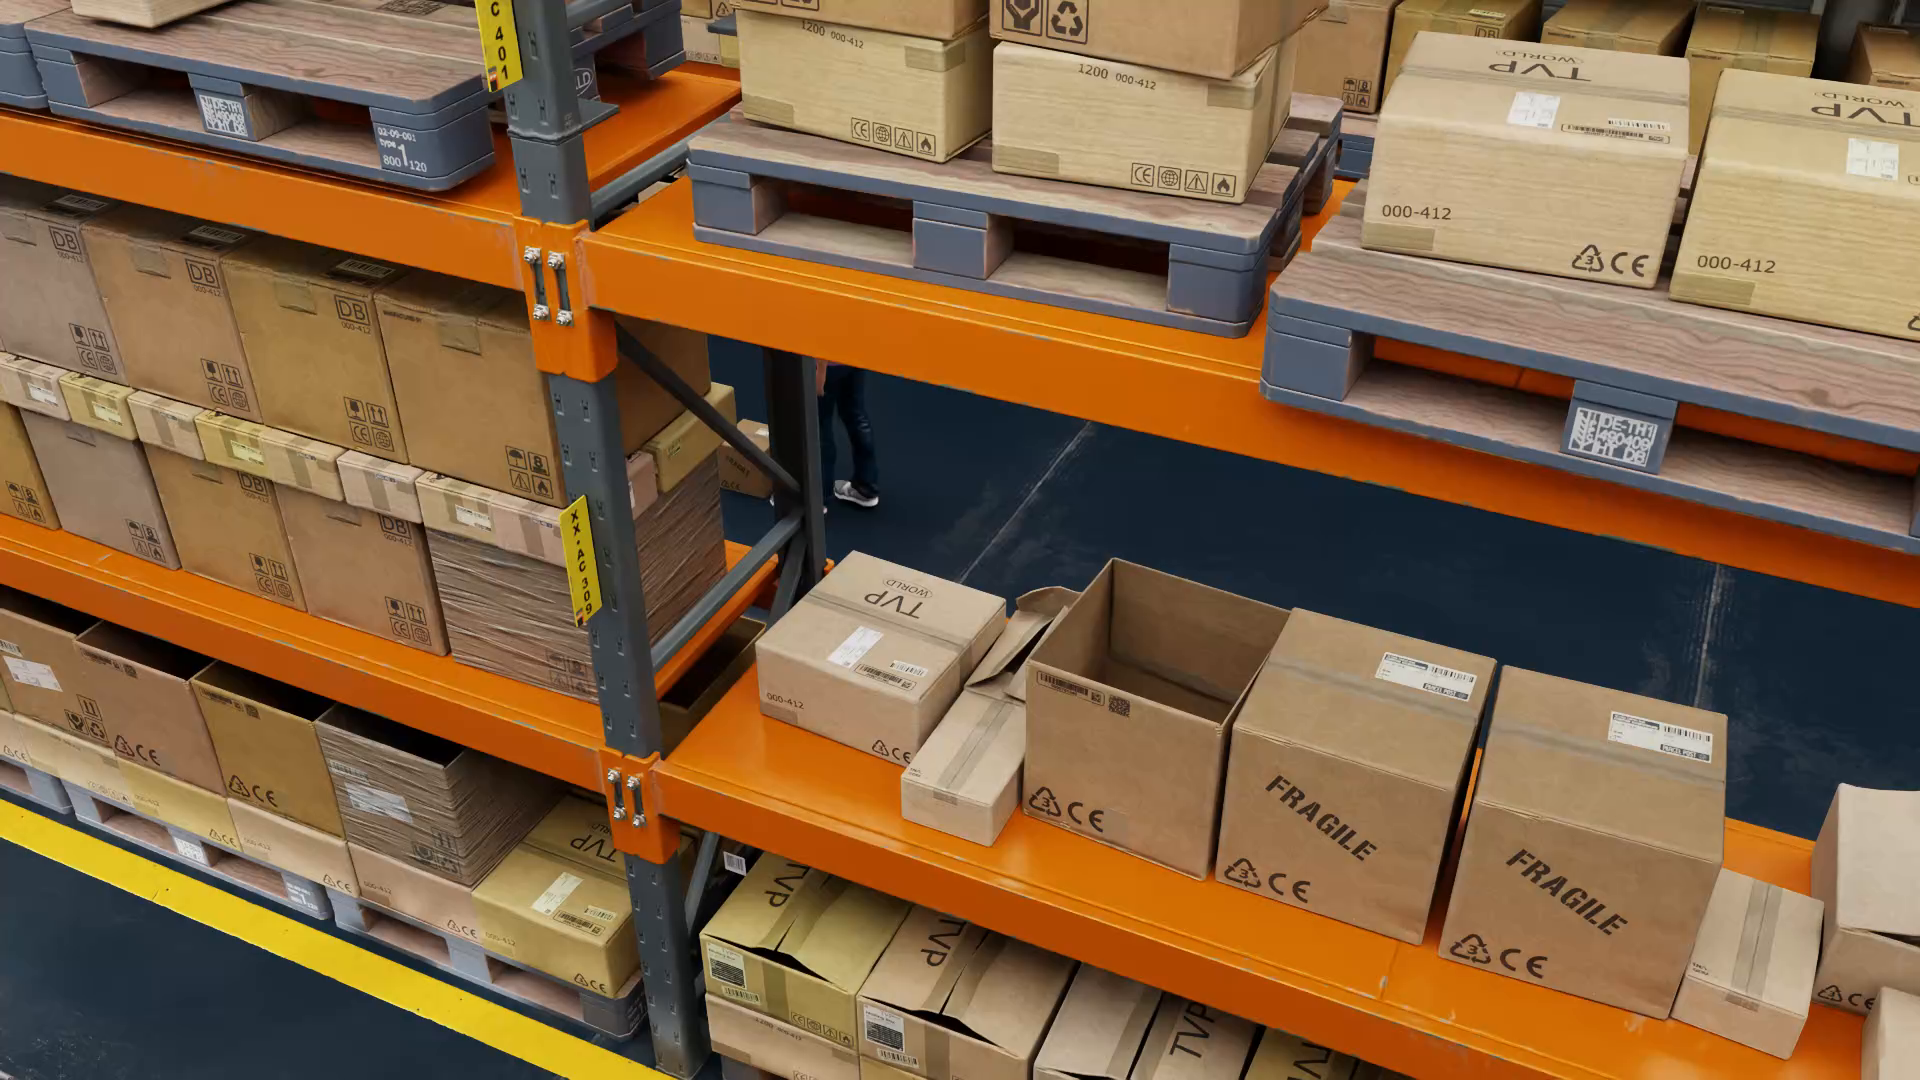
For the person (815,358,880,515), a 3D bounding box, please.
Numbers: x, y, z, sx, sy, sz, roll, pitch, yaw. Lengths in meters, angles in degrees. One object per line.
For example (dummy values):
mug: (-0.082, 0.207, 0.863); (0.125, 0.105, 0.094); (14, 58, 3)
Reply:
person: (-0.595, -0.842, 7.386); (0.479, 1.602, 0.430); (15, 37, 21)
